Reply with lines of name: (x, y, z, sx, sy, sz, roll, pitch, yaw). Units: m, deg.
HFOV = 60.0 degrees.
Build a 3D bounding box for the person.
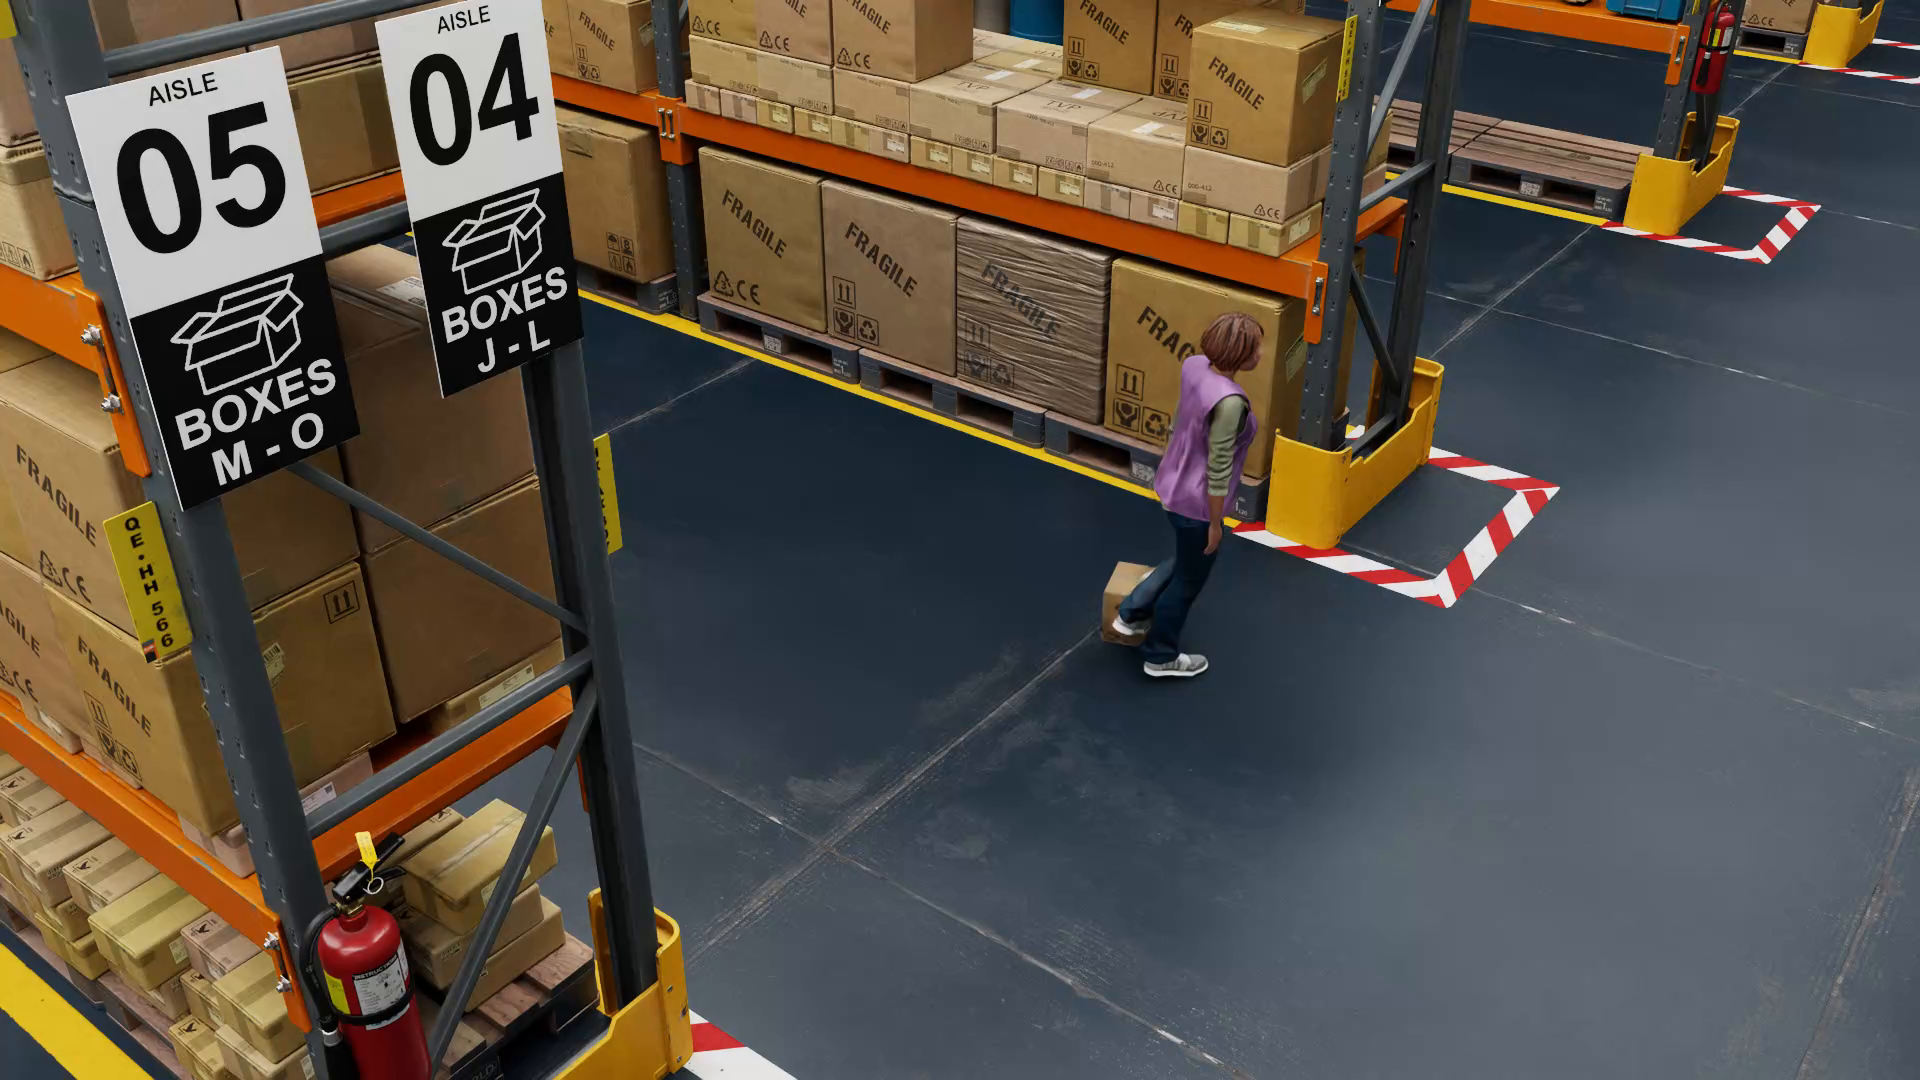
person: (0.860, -0.144, 6.365, 0.463, 1.589, 0.468, -6, 32, -10)
